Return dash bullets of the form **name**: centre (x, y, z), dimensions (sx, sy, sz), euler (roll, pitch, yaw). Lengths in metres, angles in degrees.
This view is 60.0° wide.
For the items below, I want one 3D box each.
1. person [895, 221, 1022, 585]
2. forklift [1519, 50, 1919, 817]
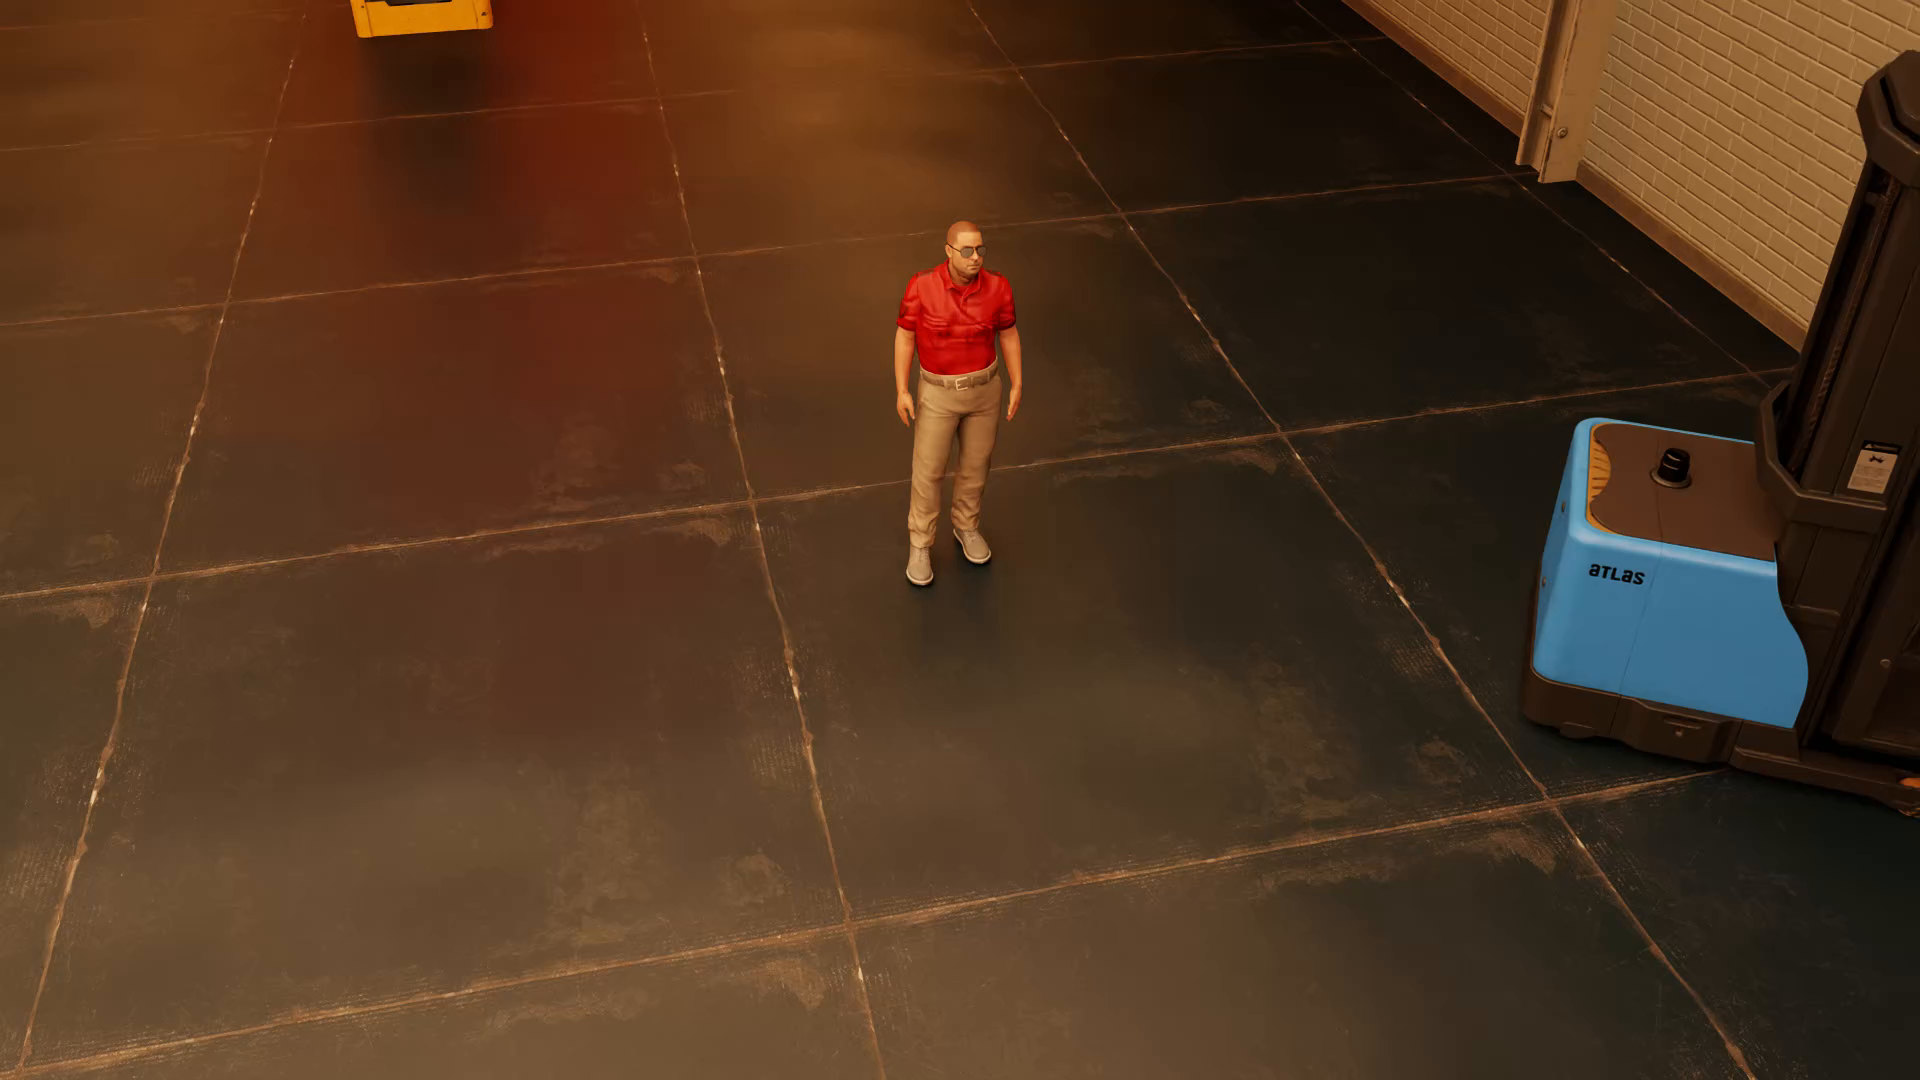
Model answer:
- **person**: centre (0.009, -0.655, 7.977), dimensions (0.642, 1.727, 0.550), euler (-8, 36, -11)
- **forklift**: centre (4.064, -0.347, 6.533), dimensions (3.031, 2.935, 1.130), euler (11, 37, 15)
